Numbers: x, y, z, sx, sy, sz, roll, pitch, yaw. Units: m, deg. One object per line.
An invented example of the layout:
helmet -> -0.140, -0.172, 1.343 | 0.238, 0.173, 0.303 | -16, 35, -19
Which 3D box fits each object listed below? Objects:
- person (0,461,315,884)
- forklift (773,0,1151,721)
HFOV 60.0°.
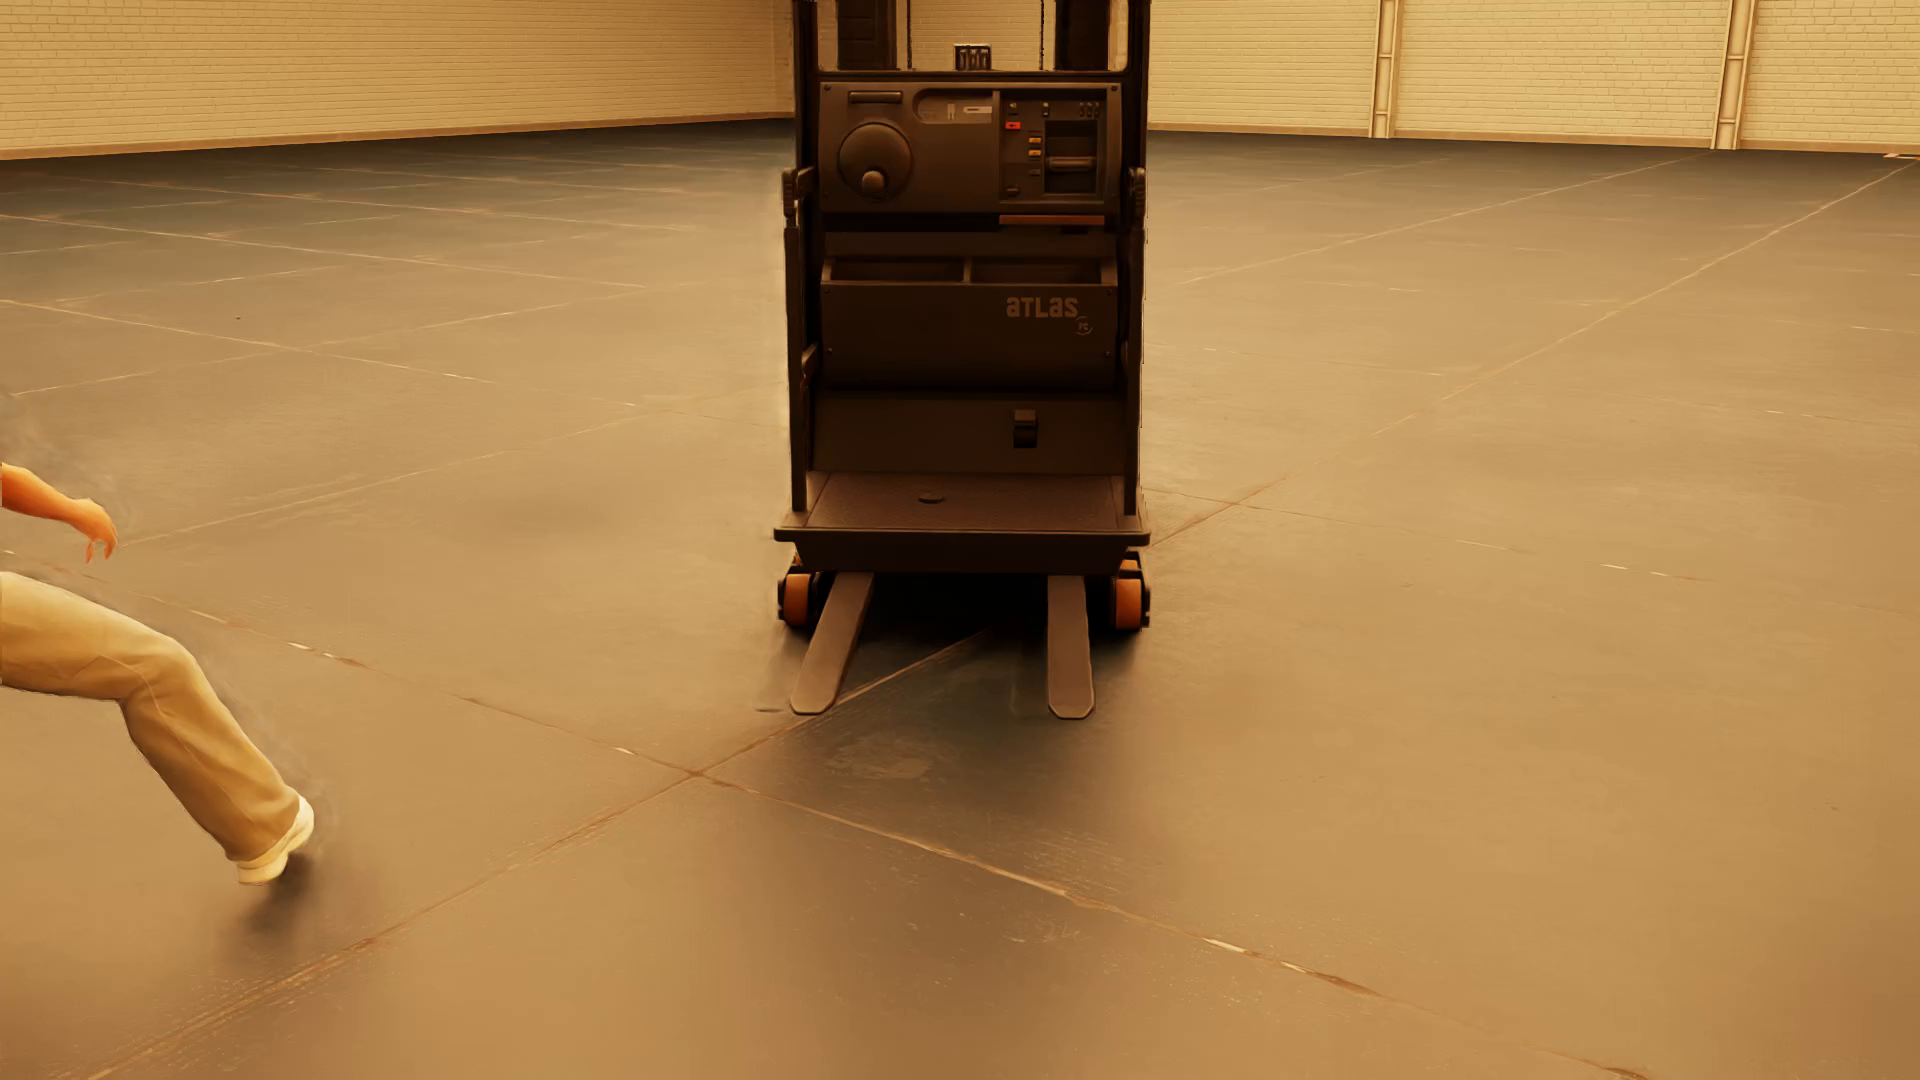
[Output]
person -> -2.009, 0.046, 3.206 | 1.109, 1.501, 0.960 | 6, 18, 18
forklift -> 0.022, -1.221, 4.914 | 1.130, 2.935, 3.031 | 1, 17, 3
